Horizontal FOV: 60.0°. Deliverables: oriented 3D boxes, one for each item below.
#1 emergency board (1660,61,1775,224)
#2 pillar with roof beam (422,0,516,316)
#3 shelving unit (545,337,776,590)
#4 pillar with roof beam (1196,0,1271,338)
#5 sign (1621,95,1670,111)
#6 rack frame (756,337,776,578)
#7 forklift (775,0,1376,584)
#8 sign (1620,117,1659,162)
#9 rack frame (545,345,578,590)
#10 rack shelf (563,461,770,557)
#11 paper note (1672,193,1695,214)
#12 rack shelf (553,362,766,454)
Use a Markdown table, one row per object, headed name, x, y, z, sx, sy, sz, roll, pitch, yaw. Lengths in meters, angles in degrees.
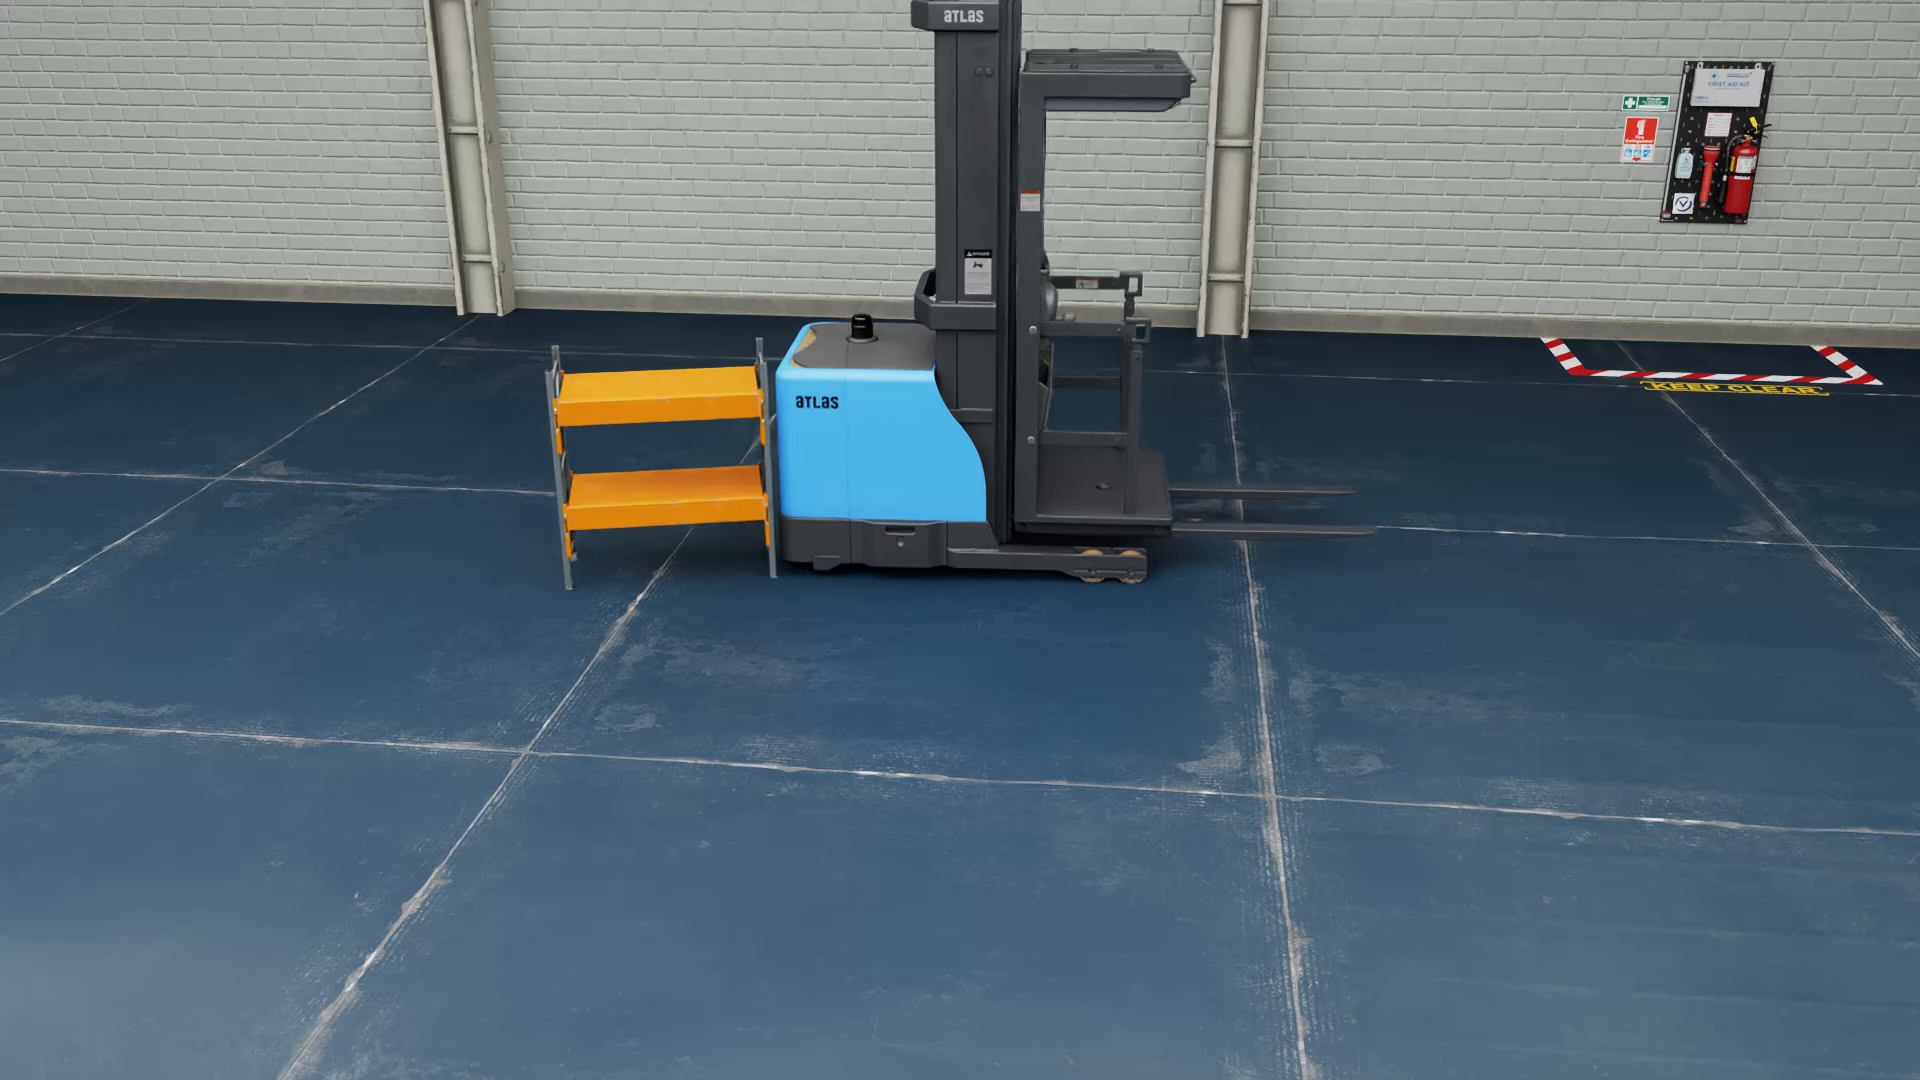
| name | x | y | z | sx | sy | sz | roll | pitch | yaw |
| --- | --- | --- | --- | --- | --- | --- | --- | --- | --- |
| emergency board | 5.567 | -2.887 | 12.162 | 0.643 | 1.169 | 0.194 | 2 | 22 | 6 |
| pillar with roof beam | -4.406 | -4.503 | 8.091 | 0.400 | 9.000 | 9.100 | 2 | 22 | 6 |
| shelving unit | -1.490 | -0.392 | 8.403 | 1.048 | 1.125 | 0.538 | -3 | 22 | -8 |
| pillar with roof beam | 1.552 | -4.244 | 7.435 | 0.400 | 9.000 | 9.100 | 2 | 22 | 6 |
| sign | 5.034 | -3.208 | 12.205 | 0.331 | 0.109 | 0.001 | 2 | 22 | 6 |
| rack frame | -0.988 | -0.422 | 8.477 | 0.032 | 1.125 | 0.500 | -3 | 22 | -8 |
| forklift | 0.613 | -1.343 | 8.351 | 3.031 | 2.935 | 1.130 | 1 | 22 | 3 |
| sign | 5.030 | -2.965 | 12.312 | 0.234 | 0.329 | 0.001 | 2 | 22 | 6 |
| rack frame | -1.993 | -0.363 | 8.328 | 0.032 | 1.125 | 0.500 | -3 | 22 | -8 |
| rack shelf | -1.490 | -0.165 | 8.492 | 1.000 | 0.278 | 0.538 | -3 | 22 | -8 |
| paper note | 5.400 | -2.510 | 12.407 | 0.142 | 0.148 | 0.016 | 2 | 22 | 6 |
| rack shelf | -1.490 | -0.665 | 8.295 | 1.000 | 0.278 | 0.538 | -3 | 22 | -8 |
